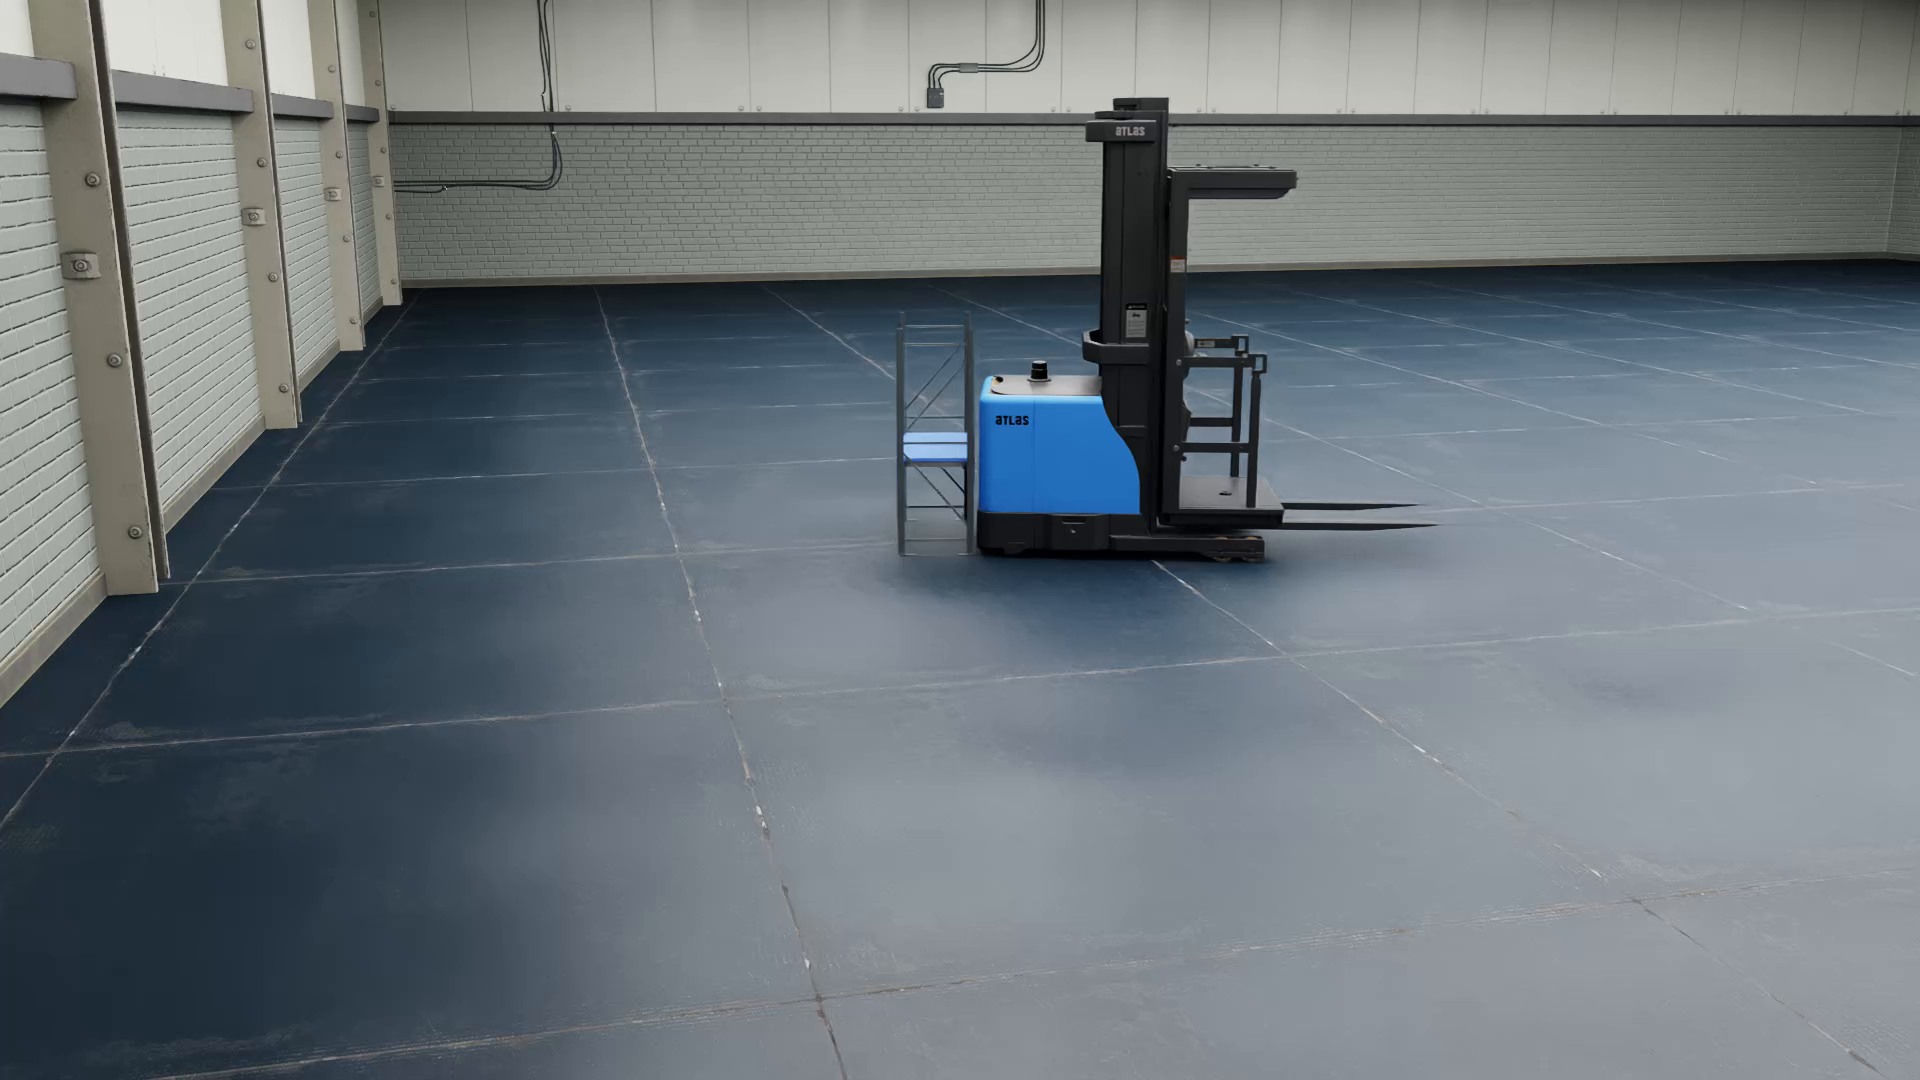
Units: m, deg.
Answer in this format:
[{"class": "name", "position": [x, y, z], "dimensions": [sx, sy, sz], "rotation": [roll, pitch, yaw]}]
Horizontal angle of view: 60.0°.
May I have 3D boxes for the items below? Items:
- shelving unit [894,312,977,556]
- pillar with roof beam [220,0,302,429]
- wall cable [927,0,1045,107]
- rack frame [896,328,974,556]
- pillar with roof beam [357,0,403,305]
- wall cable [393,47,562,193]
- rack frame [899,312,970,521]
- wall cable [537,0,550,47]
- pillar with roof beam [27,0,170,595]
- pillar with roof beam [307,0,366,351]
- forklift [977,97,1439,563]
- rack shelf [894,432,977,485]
[{"class": "shelving unit", "position": [-0.168, -0.748, 11.327], "dimensions": [0.538, 1.500, 1.048], "rotation": [0, 14, -1]}, {"class": "pillar with roof beam", "position": [-2.310, -5.713, 15.848], "dimensions": [9.100, 9.000, 0.400], "rotation": [-3, 14, -13]}, {"class": "wall cable", "position": [0.512, -11.172, 31.028], "dimensions": [2.305, 6.003, 0.169], "rotation": [-3, 14, -13]}, {"class": "rack frame", "position": [-0.159, -0.627, 10.833], "dimensions": [0.500, 1.500, 0.032], "rotation": [0, 14, -1]}, {"class": "pillar with roof beam", "position": [-5.128, -8.481, 27.180], "dimensions": [9.100, 9.000, 0.400], "rotation": [-3, 14, -13]}, {"class": "wall cable", "position": [-8.719, -7.486, 29.649], "dimensions": [3.097, 2.526, 0.112], "rotation": [-3, 14, -13]}, {"class": "rack frame", "position": [-0.177, -0.868, 11.820], "dimensions": [0.500, 1.500, 0.032], "rotation": [0, 14, -1]}, {"class": "wall cable", "position": [-6.090, -10.090, 29.667], "dimensions": [3.097, 2.526, 0.112], "rotation": [-3, 14, -13]}, {"class": "pillar with roof beam", "position": [-0.901, -4.328, 10.183], "dimensions": [9.100, 9.000, 0.400], "rotation": [-3, 14, -13]}, {"class": "pillar with roof beam", "position": [-3.719, -7.097, 21.514], "dimensions": [9.100, 9.000, 0.400], "rotation": [-3, 14, -13]}, {"class": "forklift", "position": [1.646, -1.407, 11.010], "dimensions": [3.031, 2.935, 1.130], "rotation": [1, 14, 3]}, {"class": "rack shelf", "position": [-0.168, -0.573, 11.369], "dimensions": [0.538, 0.185, 1.000], "rotation": [0, 14, -1]}]
